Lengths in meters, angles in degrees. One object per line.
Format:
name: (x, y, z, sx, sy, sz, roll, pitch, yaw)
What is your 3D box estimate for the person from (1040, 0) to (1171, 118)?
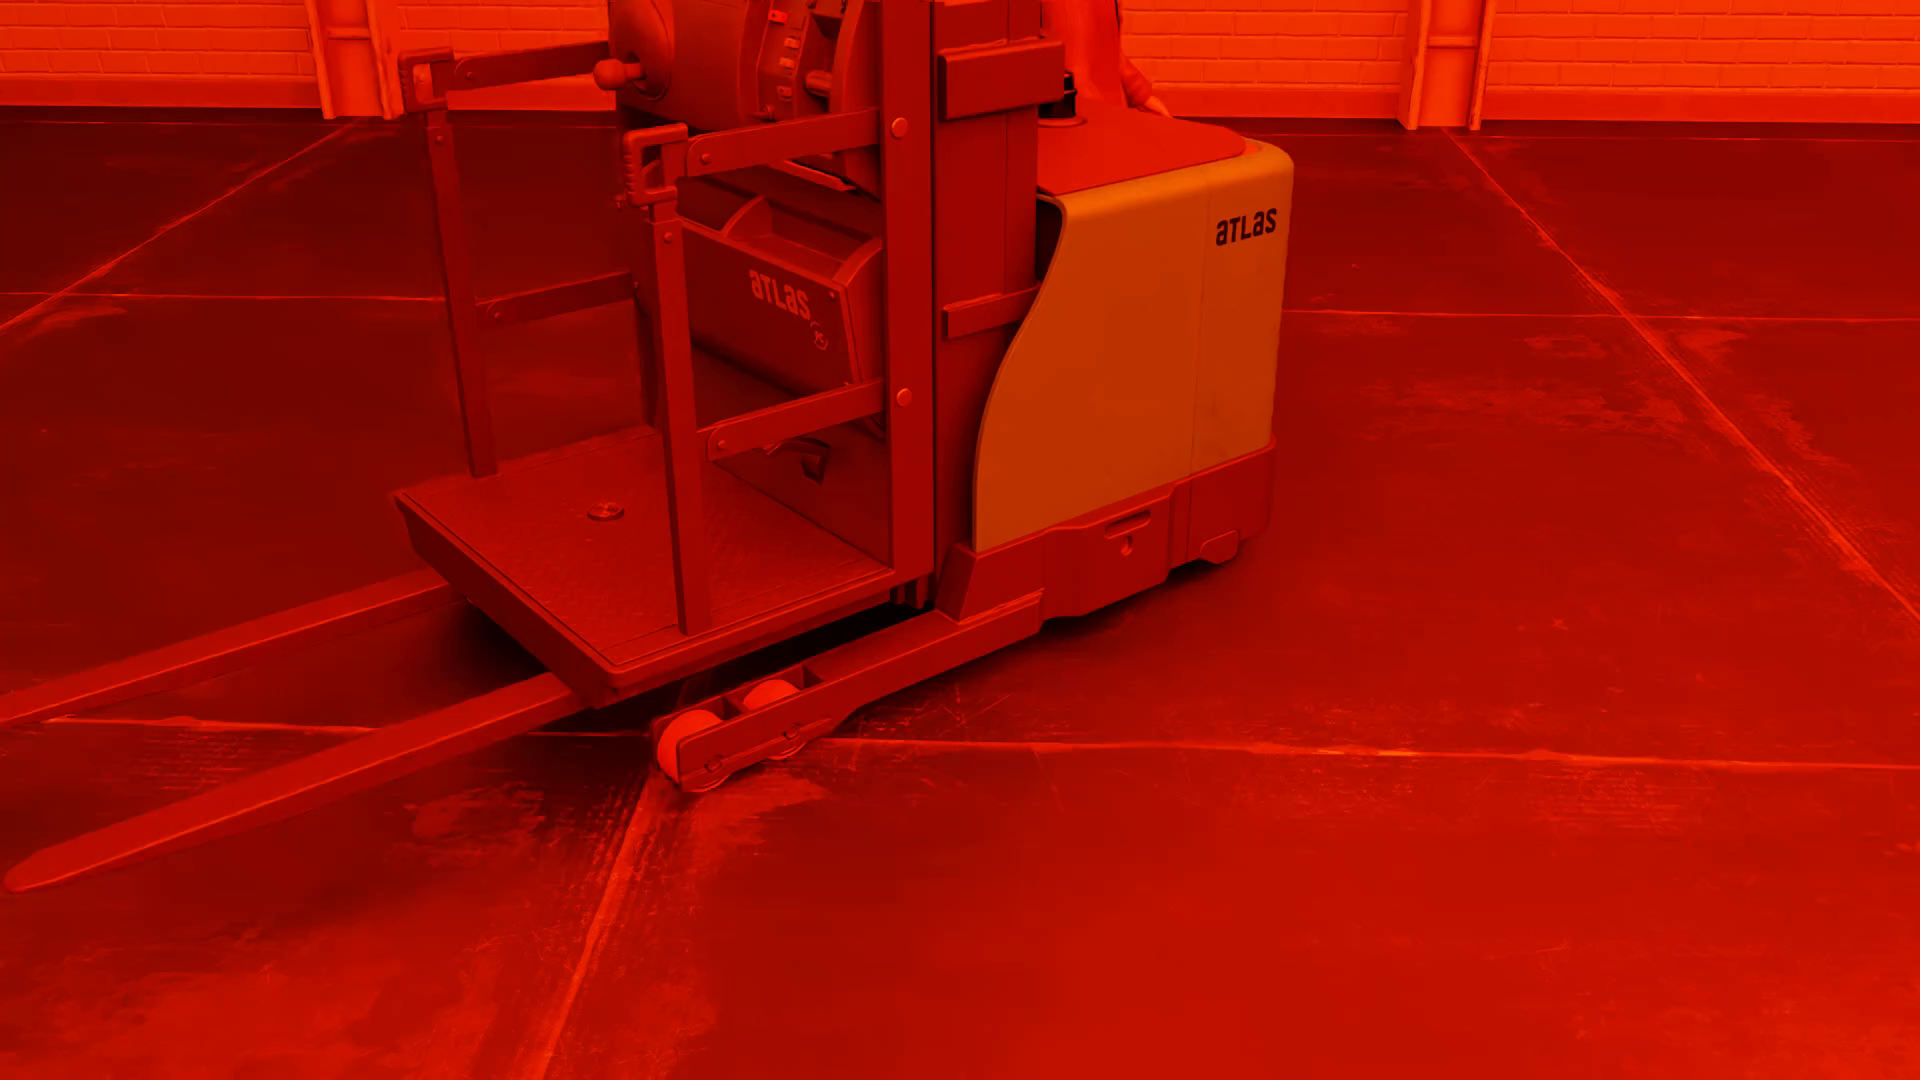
person: (0.463, -1.242, 5.192, 0.723, 1.670, 0.897, 3, 26, 6)

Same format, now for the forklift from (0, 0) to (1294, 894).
forklift: (-0.637, -1.054, 3.345, 3.031, 2.935, 1.130, -20, 32, -34)
